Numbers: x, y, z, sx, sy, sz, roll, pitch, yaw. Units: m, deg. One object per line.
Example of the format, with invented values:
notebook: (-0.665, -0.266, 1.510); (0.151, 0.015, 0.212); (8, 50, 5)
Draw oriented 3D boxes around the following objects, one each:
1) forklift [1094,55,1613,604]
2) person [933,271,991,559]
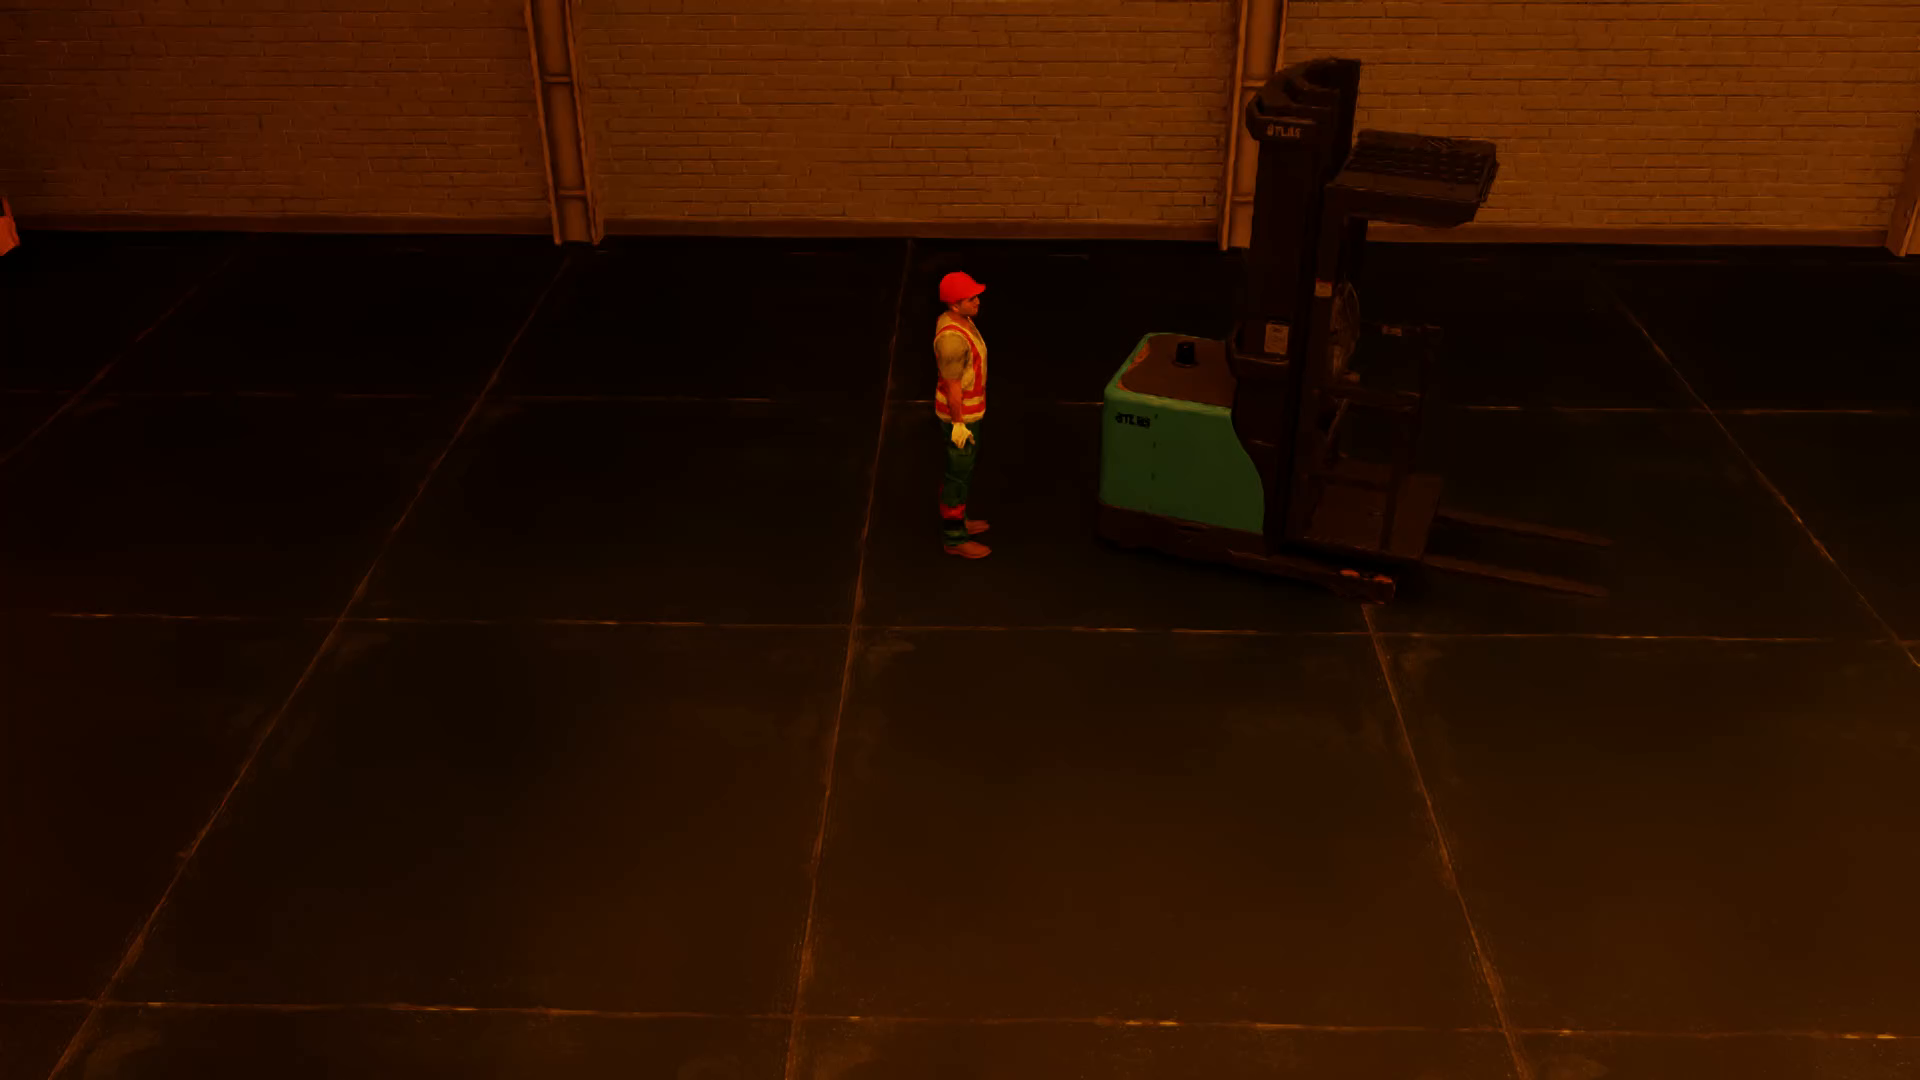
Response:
forklift: (2.415, -1.191, 9.634); (3.031, 2.935, 1.130); (11, 32, 18)
person: (0.021, -0.772, 10.045); (0.349, 1.795, 0.540); (1, 31, 1)
